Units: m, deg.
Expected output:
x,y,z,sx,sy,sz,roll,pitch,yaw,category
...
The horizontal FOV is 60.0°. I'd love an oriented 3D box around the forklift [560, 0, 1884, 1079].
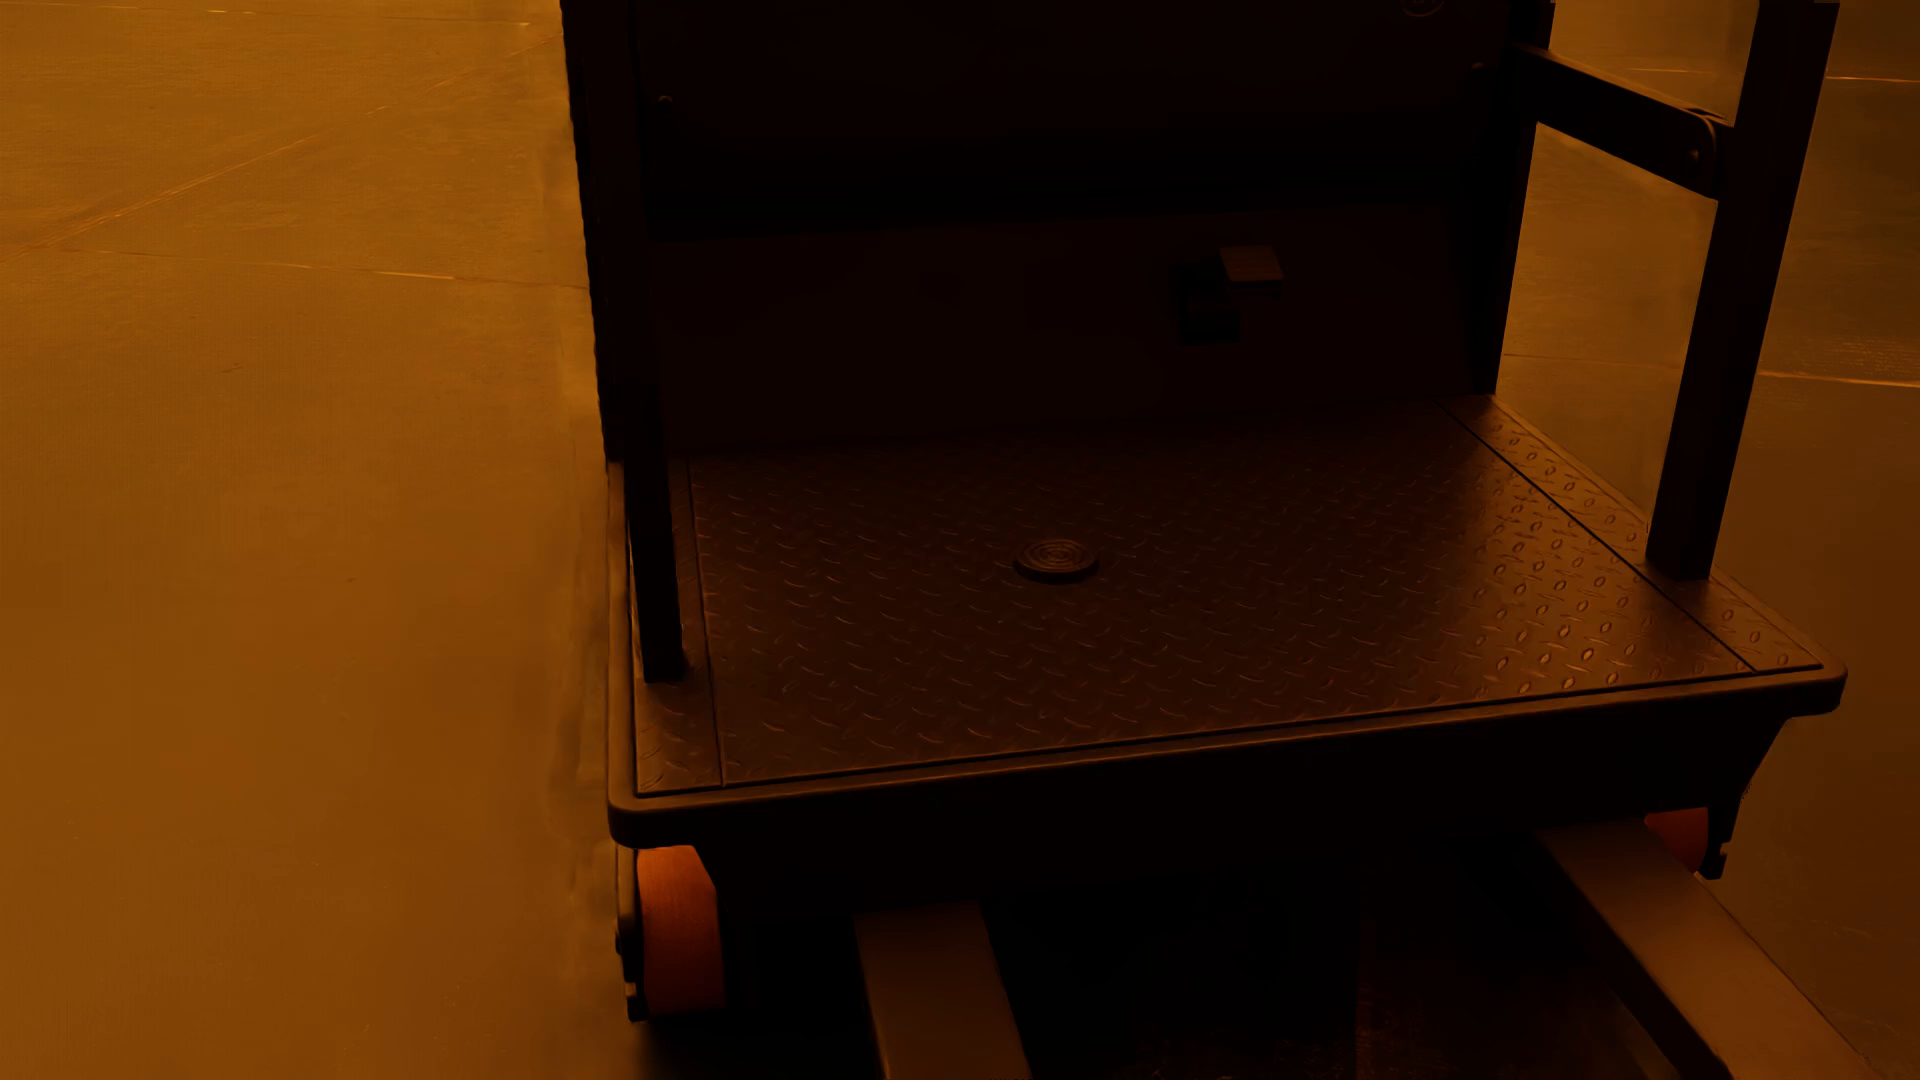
x,y,z,sx,sy,sz,roll,pitch,yaw,category
0.171,-1.034,1.295,1.130,2.935,3.031,-5,27,-10,forklift
